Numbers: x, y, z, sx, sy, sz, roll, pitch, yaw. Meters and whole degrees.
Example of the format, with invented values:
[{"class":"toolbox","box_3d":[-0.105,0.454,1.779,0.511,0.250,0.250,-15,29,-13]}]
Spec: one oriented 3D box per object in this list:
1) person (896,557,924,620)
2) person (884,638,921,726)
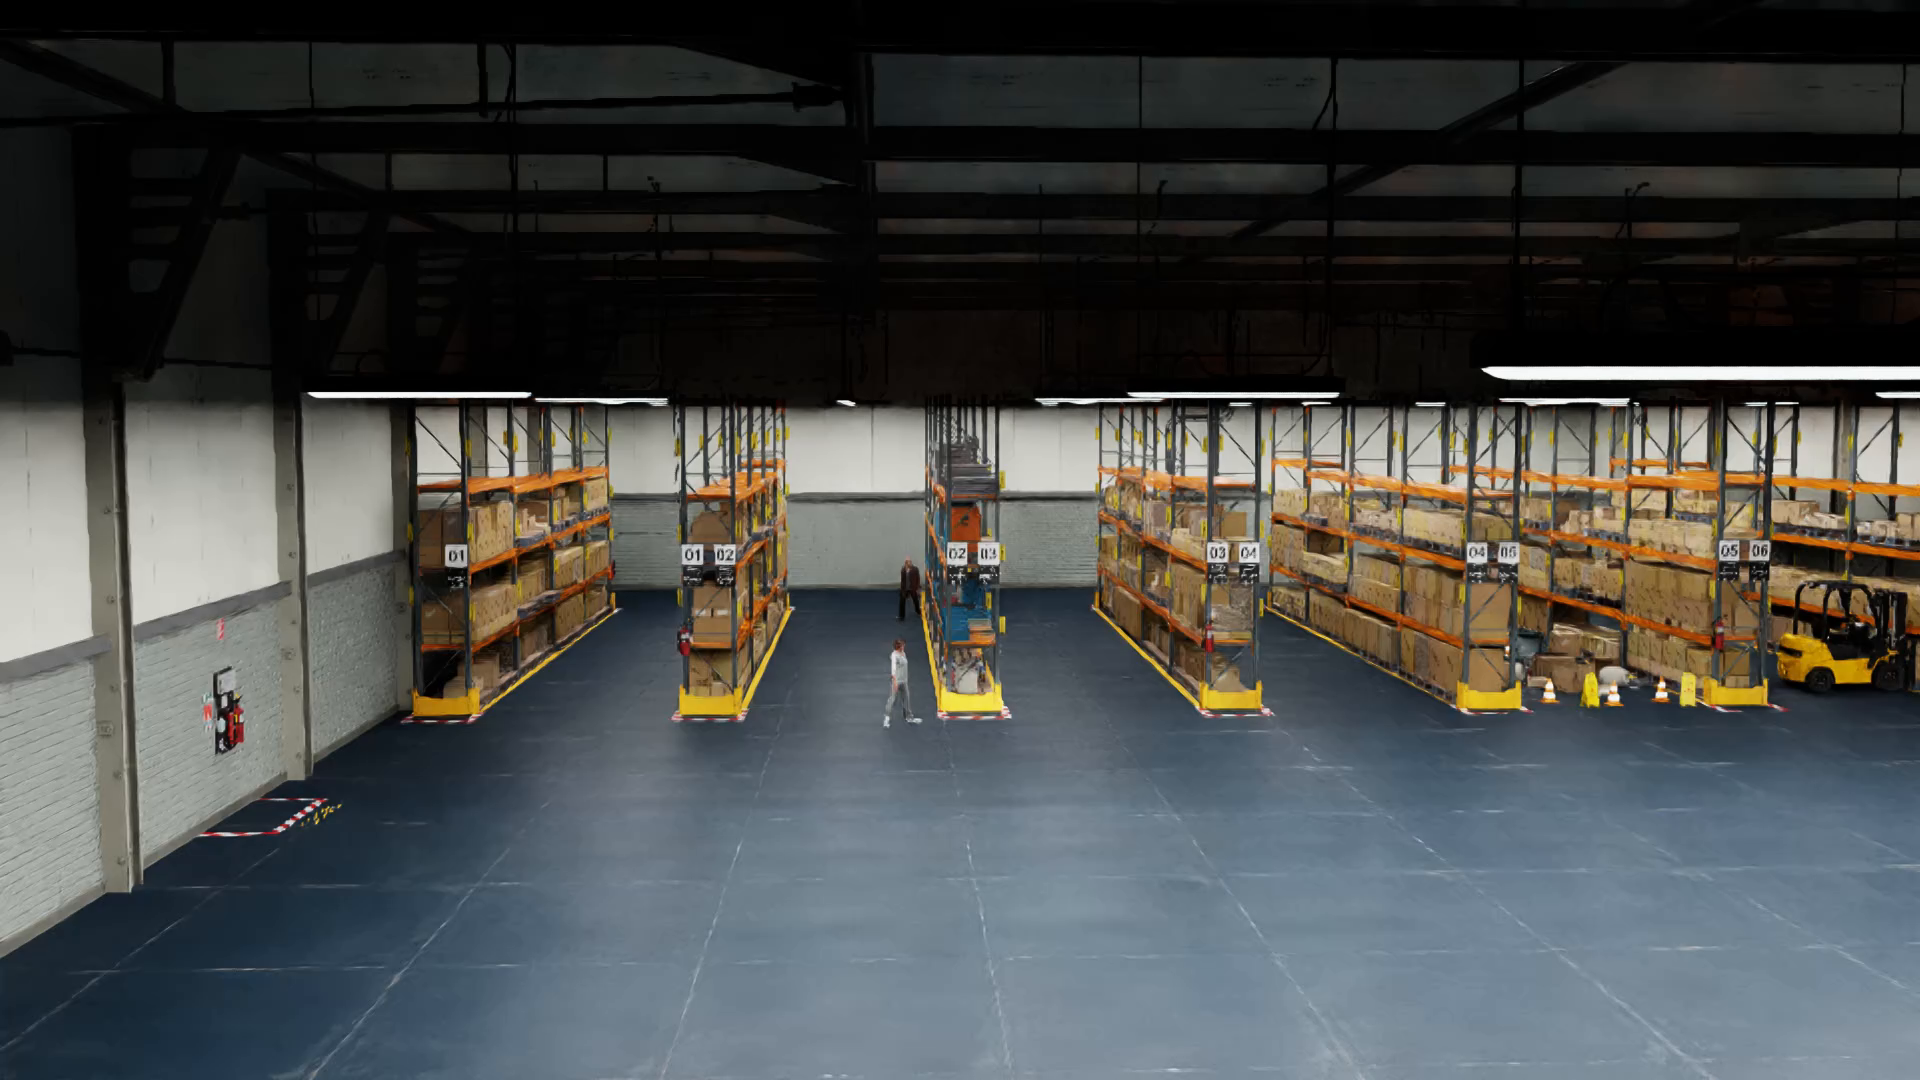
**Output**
[{"class":"person","box_3d":[-1.351,1.302,45.114,0.635,1.721,1.046,1,5,18]},{"class":"person","box_3d":[-1.080,2.547,30.008,0.528,1.586,0.636,3,5,32]}]
